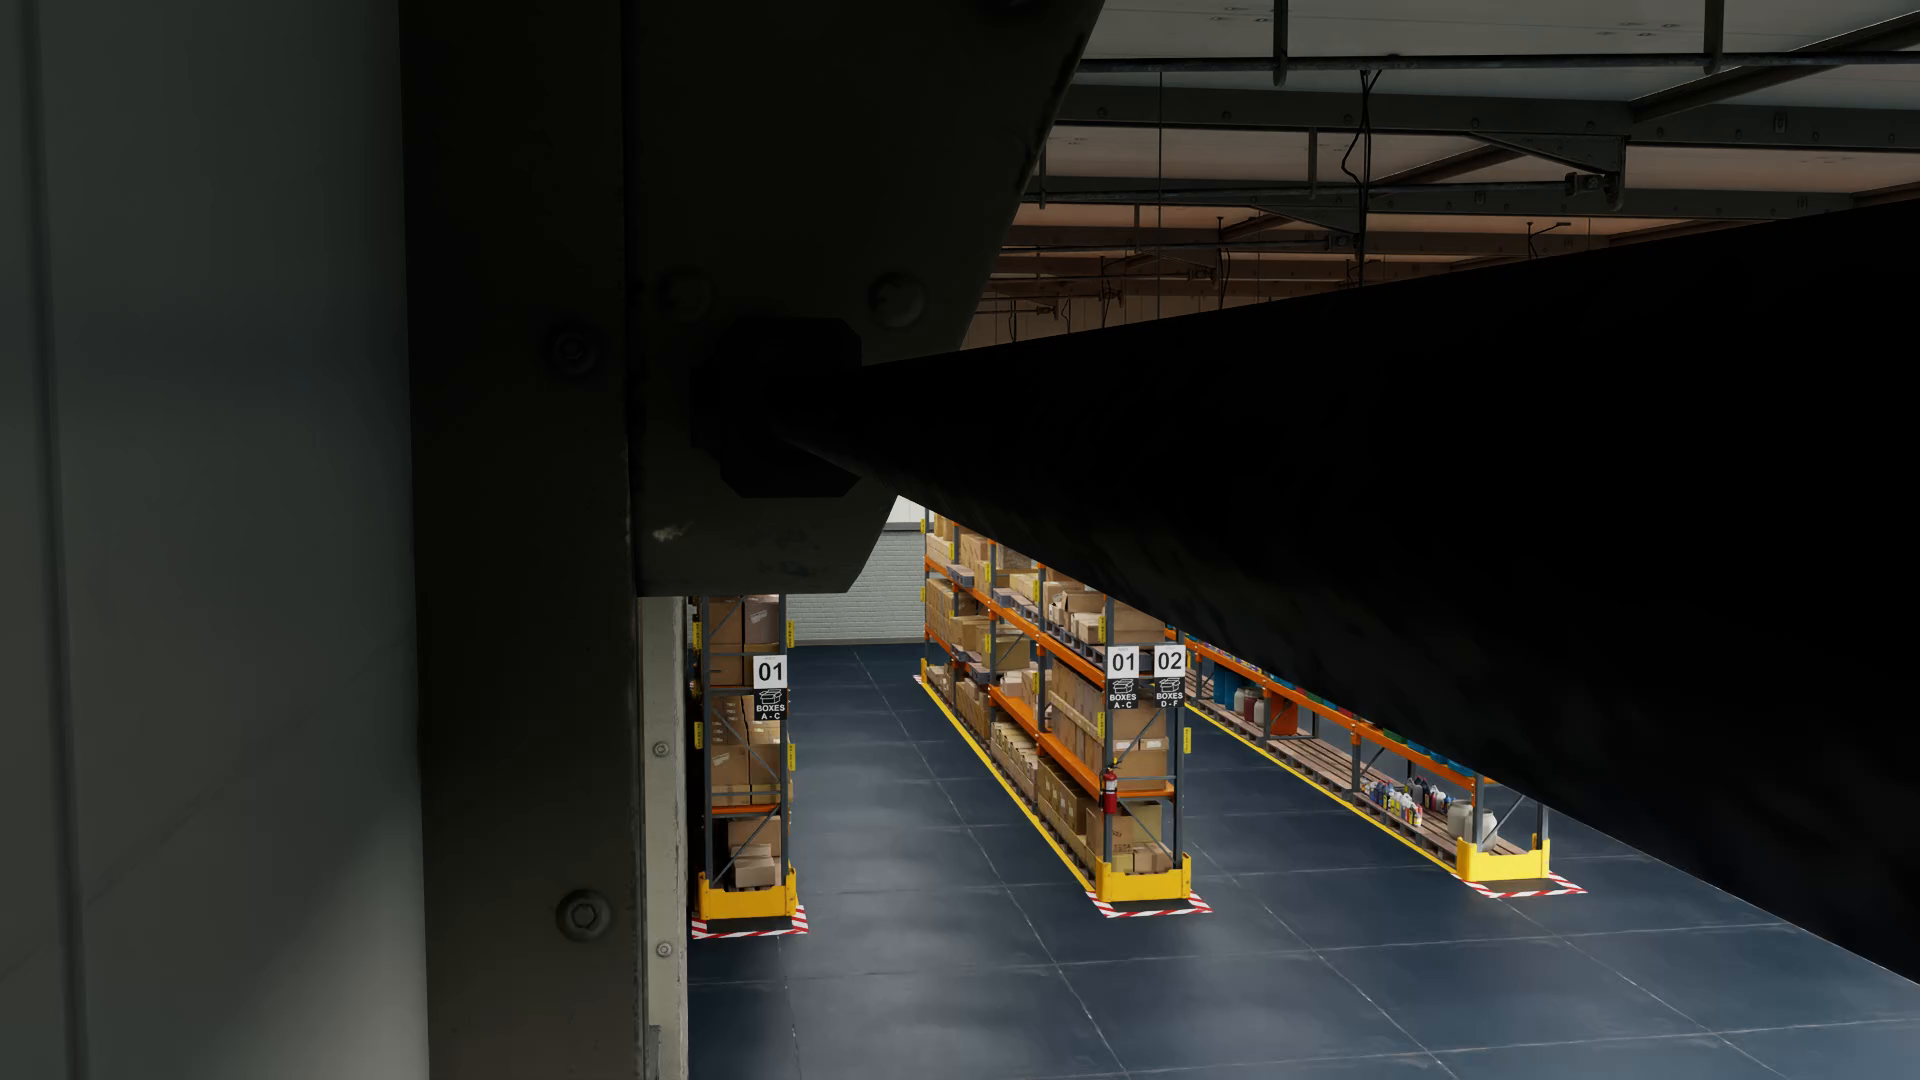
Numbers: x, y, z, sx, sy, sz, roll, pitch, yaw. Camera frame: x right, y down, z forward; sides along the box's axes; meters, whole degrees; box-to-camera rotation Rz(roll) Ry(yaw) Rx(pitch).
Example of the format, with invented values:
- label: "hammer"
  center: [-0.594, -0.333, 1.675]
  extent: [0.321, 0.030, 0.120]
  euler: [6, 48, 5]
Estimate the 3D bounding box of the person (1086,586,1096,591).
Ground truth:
- label: "person"
  center: [3.117, 1.951, 40.174]
  extent: [0.477, 1.705, 0.415]
  euler: [-1, 5, -7]
